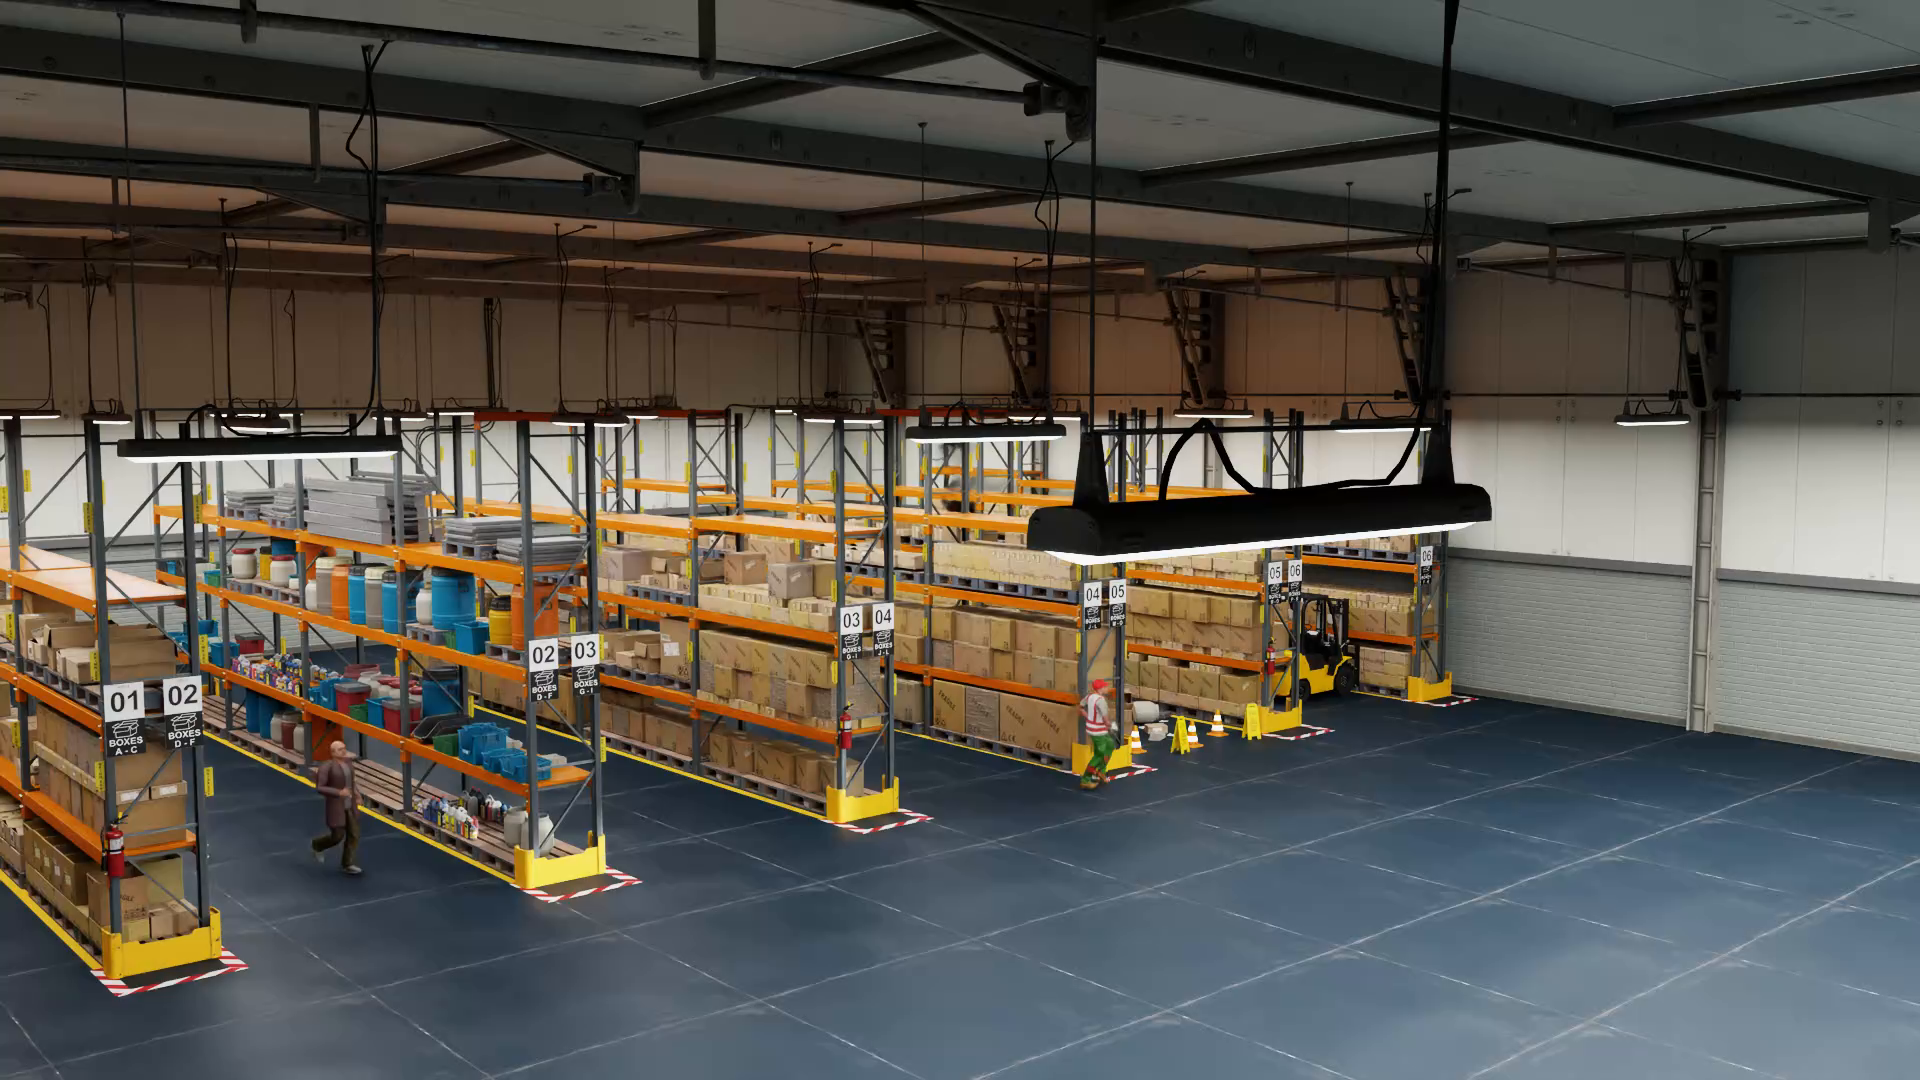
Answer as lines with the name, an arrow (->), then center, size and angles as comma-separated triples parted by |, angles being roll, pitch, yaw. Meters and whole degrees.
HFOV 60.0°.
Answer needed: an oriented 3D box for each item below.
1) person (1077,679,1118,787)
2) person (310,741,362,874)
person -> 2.242, 3.105, 26.714 | 0.664, 1.784, 0.671 | -2, 5, -19
person -> -8.245, 3.521, 22.018 | 0.835, 1.745, 0.712 | 2, 6, 26
